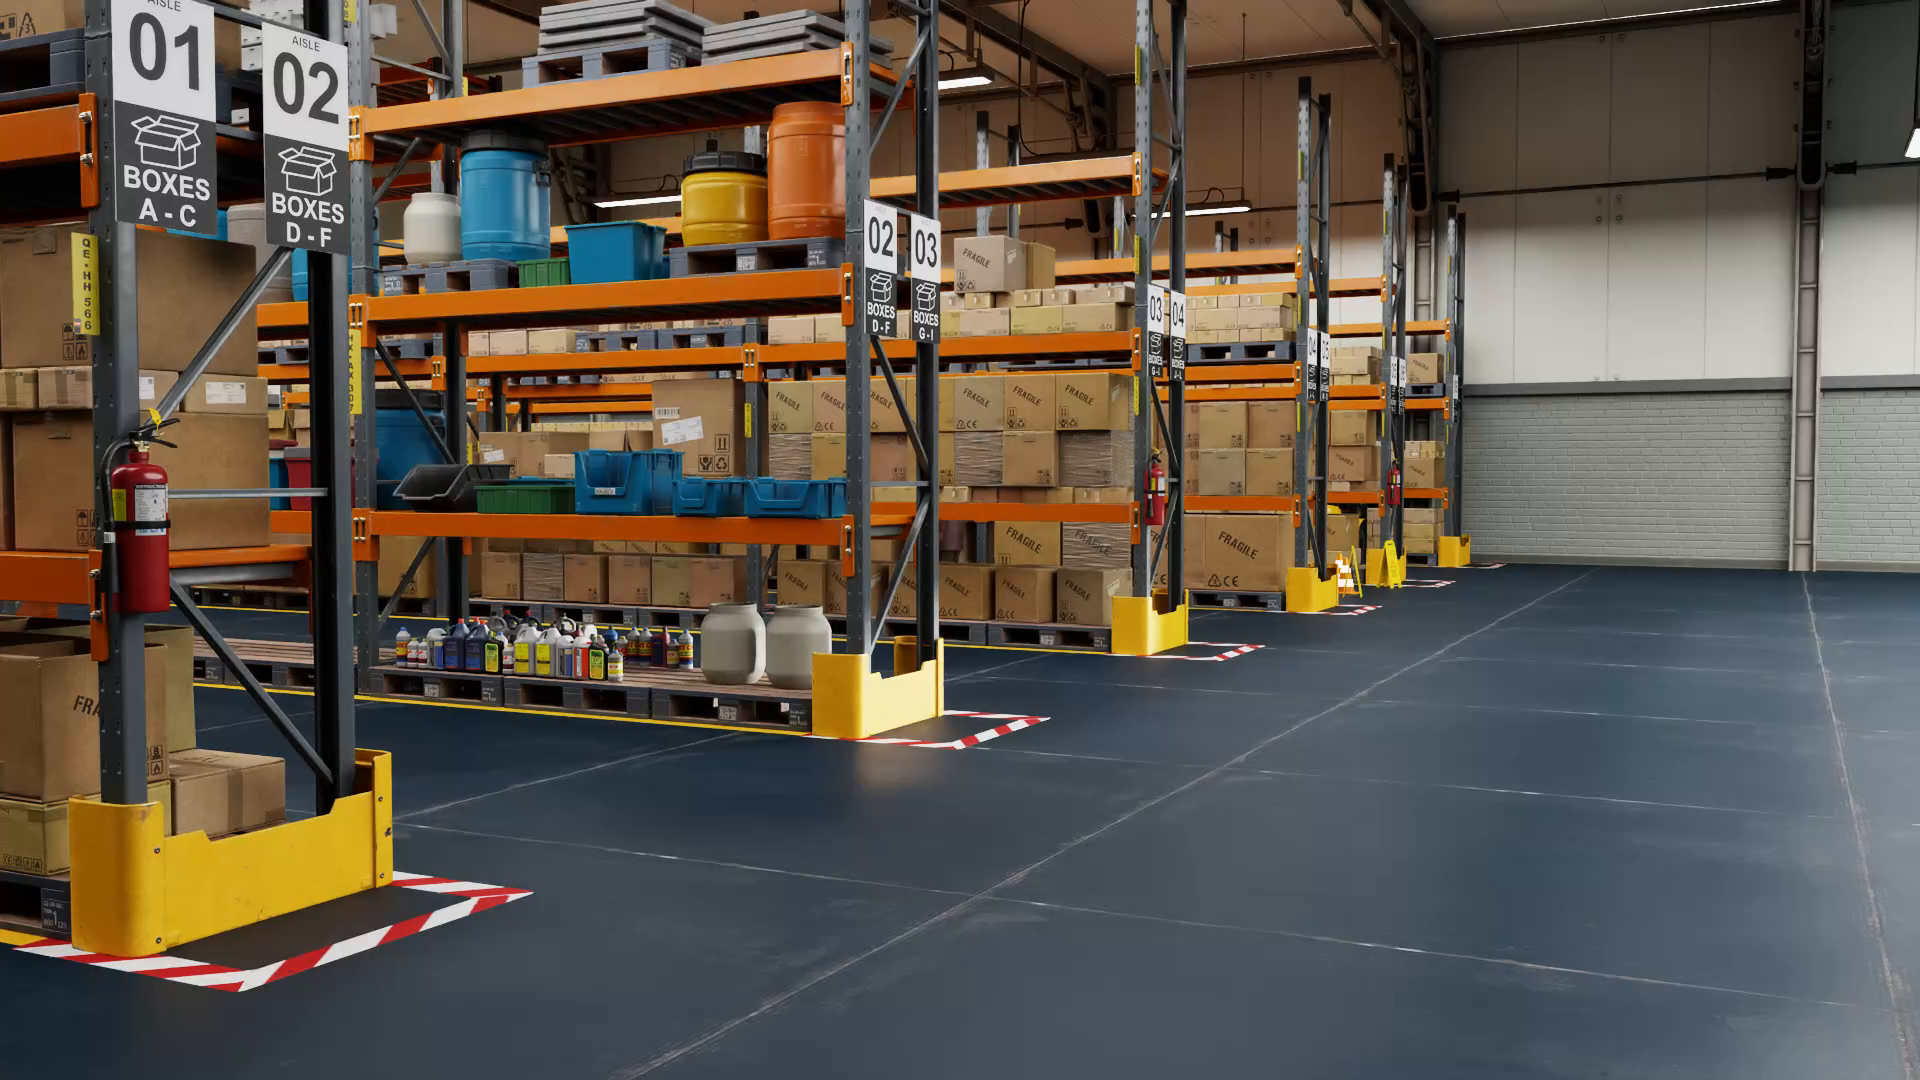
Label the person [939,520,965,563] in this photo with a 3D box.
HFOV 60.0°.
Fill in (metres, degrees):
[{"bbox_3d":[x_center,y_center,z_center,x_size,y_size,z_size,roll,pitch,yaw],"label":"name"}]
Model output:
[{"bbox_3d":[-0.121,-0.052,19.201,0.534,1.862,0.588,1,3,27],"label":"person"}]
